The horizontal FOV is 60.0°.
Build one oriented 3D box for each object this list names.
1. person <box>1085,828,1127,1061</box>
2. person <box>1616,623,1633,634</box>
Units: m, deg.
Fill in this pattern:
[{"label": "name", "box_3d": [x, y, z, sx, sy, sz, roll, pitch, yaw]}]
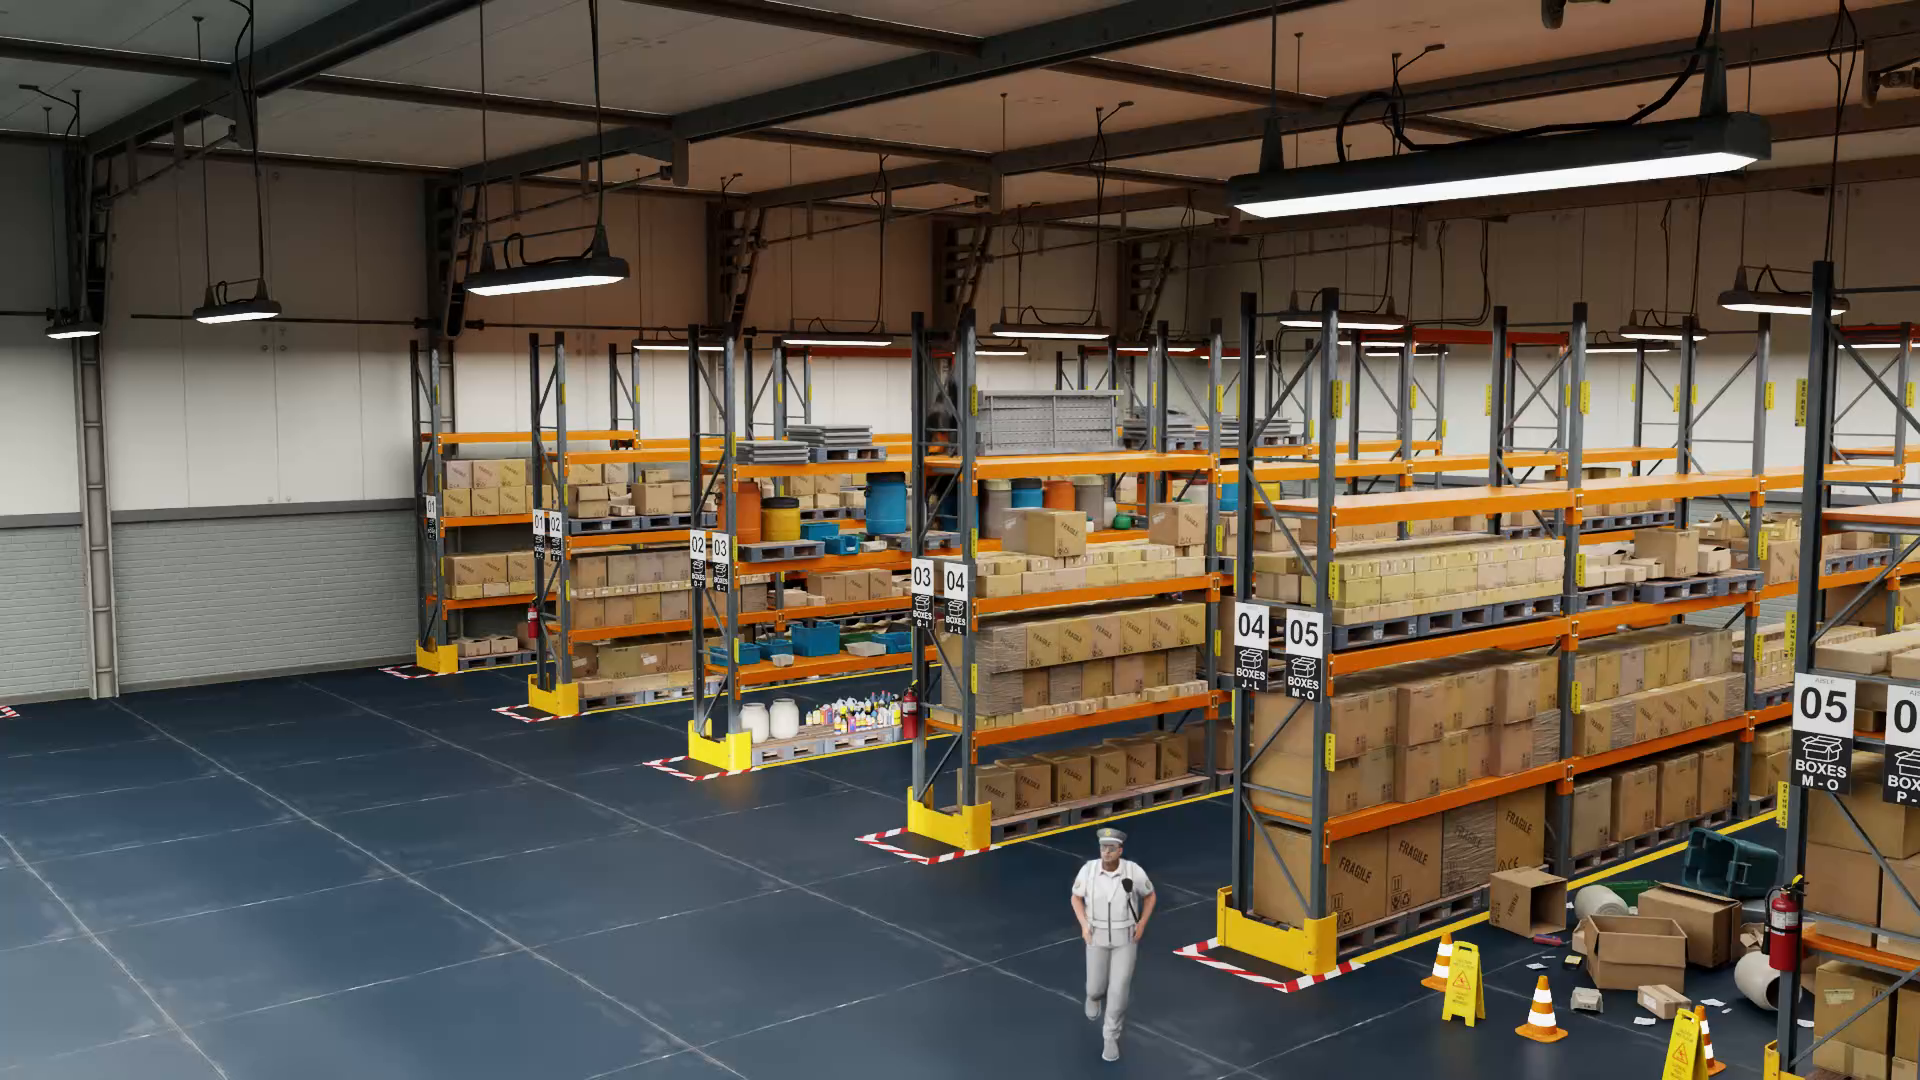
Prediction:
[{"label": "person", "box_3d": [1.137, 3.098, 13.061, 0.346, 1.775, 0.749, 1, 5, 9]}, {"label": "person", "box_3d": [9.884, 2.047, 24.722, 0.579, 1.721, 0.567, 5, 7, 44]}]
